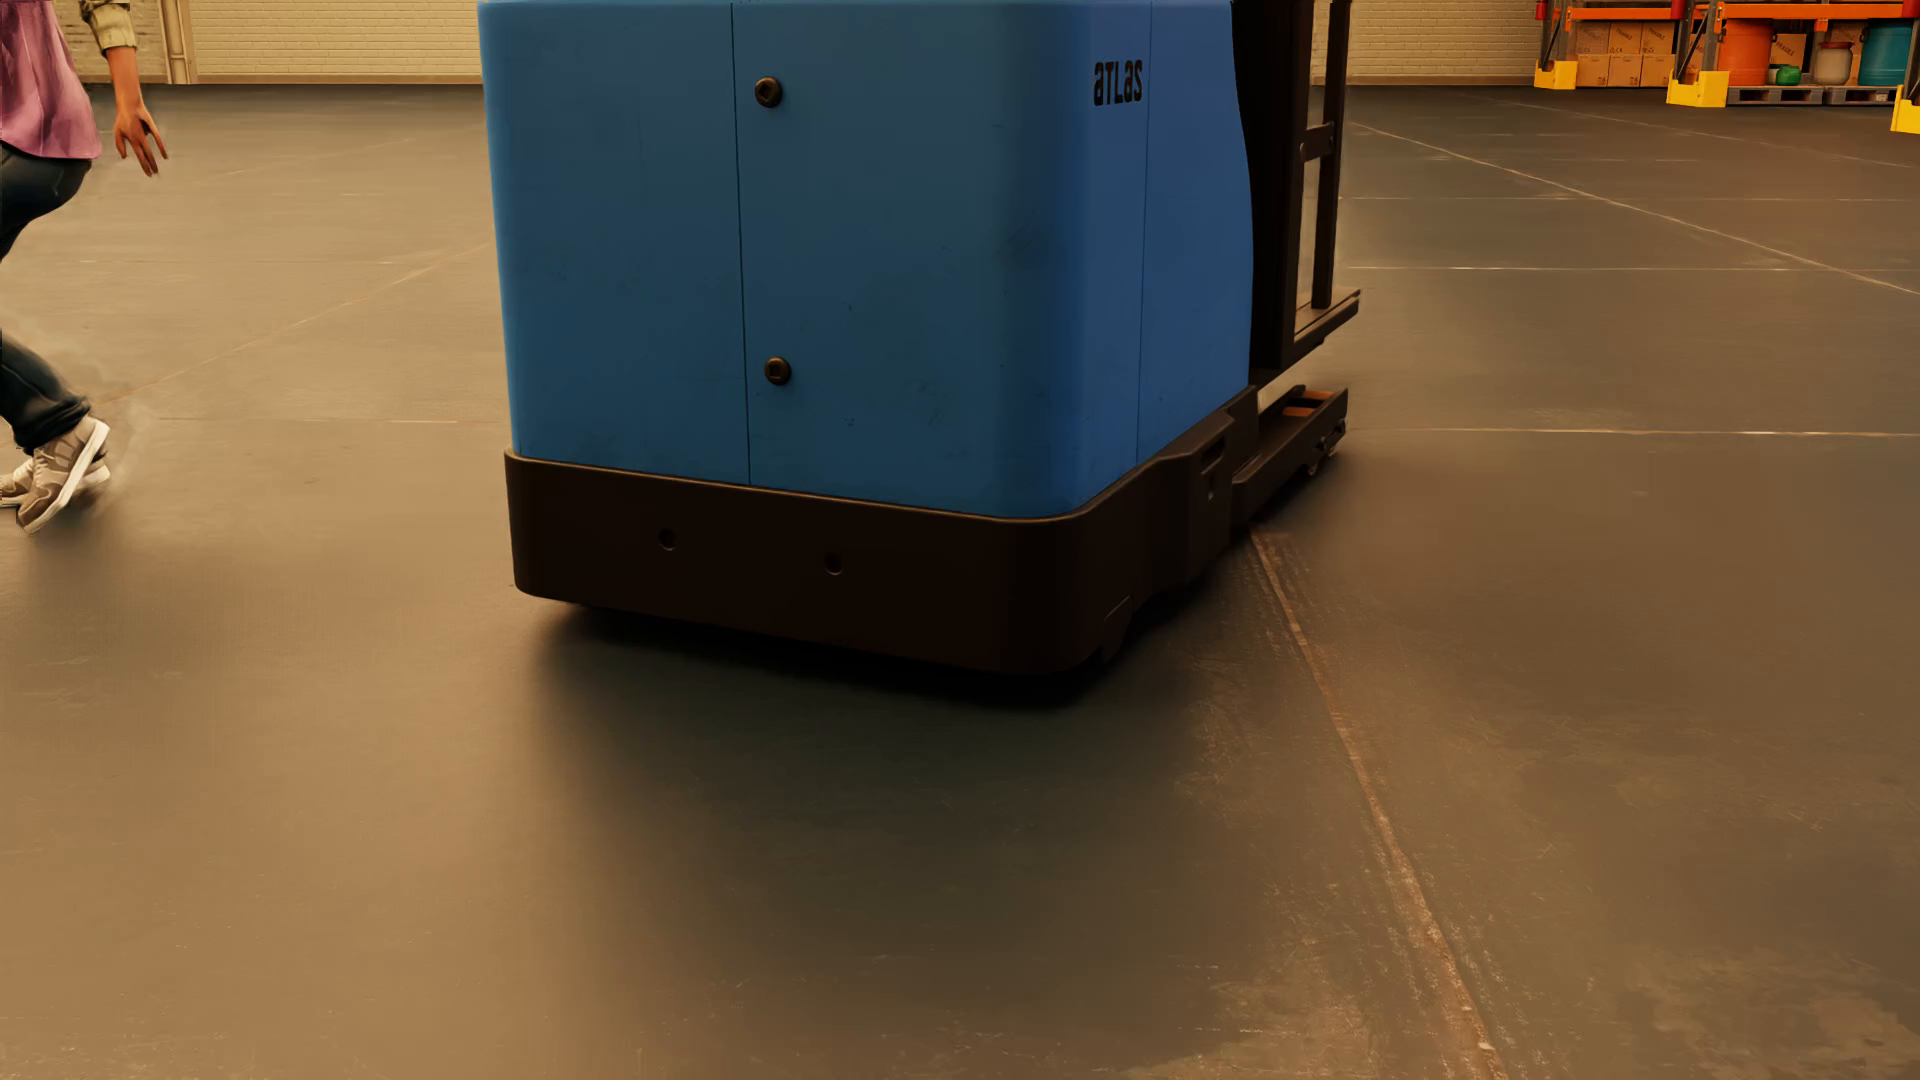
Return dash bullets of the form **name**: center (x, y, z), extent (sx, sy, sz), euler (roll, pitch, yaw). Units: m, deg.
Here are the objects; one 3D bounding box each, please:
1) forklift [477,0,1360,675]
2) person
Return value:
- **forklift**: center (0.292, -1.592, 3.555), extent (1.130, 2.935, 3.031), euler (8, 19, 23)
- **person**: center (-1.977, -0.774, 3.335), extent (0.580, 1.511, 0.648), euler (-13, 22, -36)
